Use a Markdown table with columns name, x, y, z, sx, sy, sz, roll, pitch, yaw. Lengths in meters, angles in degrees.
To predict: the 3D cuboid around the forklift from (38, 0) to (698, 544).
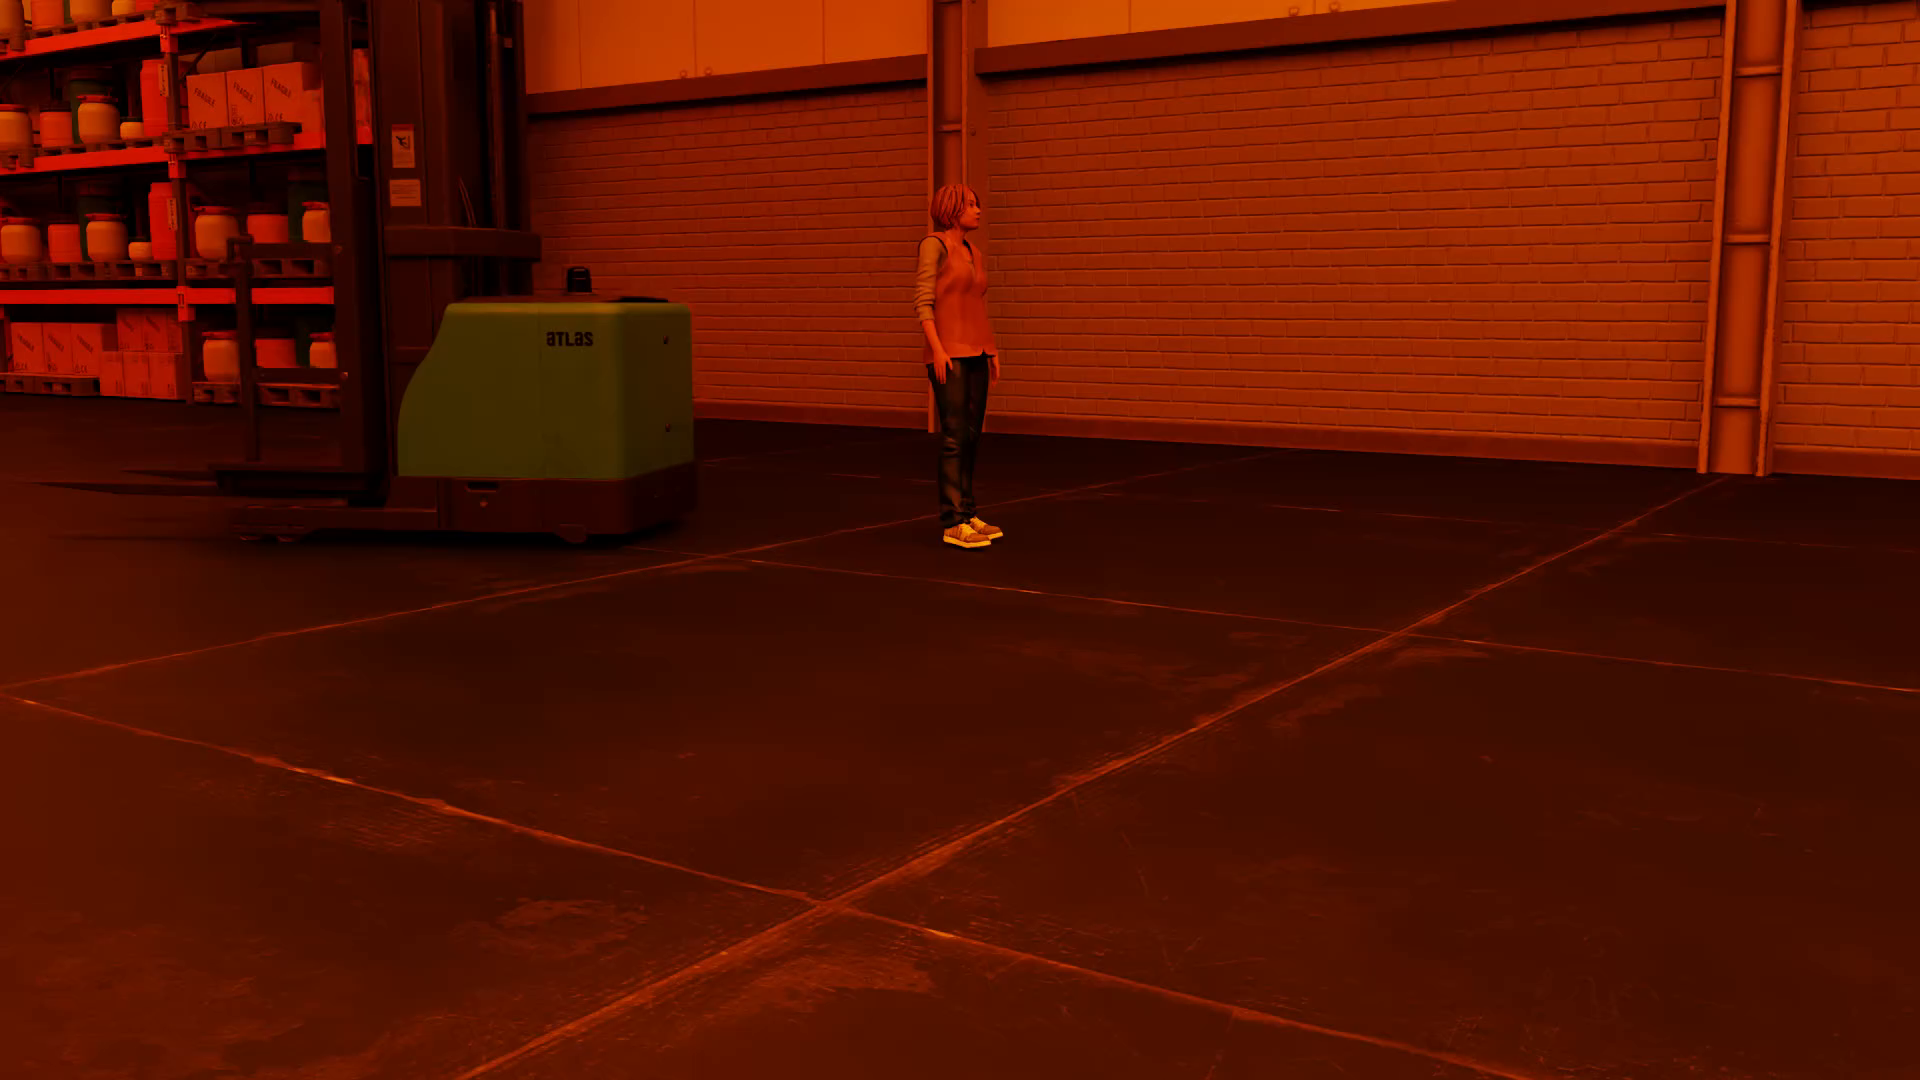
| name | x | y | z | sx | sy | sz | roll | pitch | yaw |
| --- | --- | --- | --- | --- | --- | --- | --- | --- | --- |
| forklift | -2.854 | -1.511 | 7.816 | 3.031 | 2.935 | 1.130 | 1 | 8 | 10 |

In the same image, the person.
| name | x | y | z | sx | sy | sz | roll | pitch | yaw |
| --- | --- | --- | --- | --- | --- | --- | --- | --- | --- |
| person | 0.053 | -0.790 | 7.438 | 0.476 | 1.596 | 0.520 | 5 | 10 | 34 |
